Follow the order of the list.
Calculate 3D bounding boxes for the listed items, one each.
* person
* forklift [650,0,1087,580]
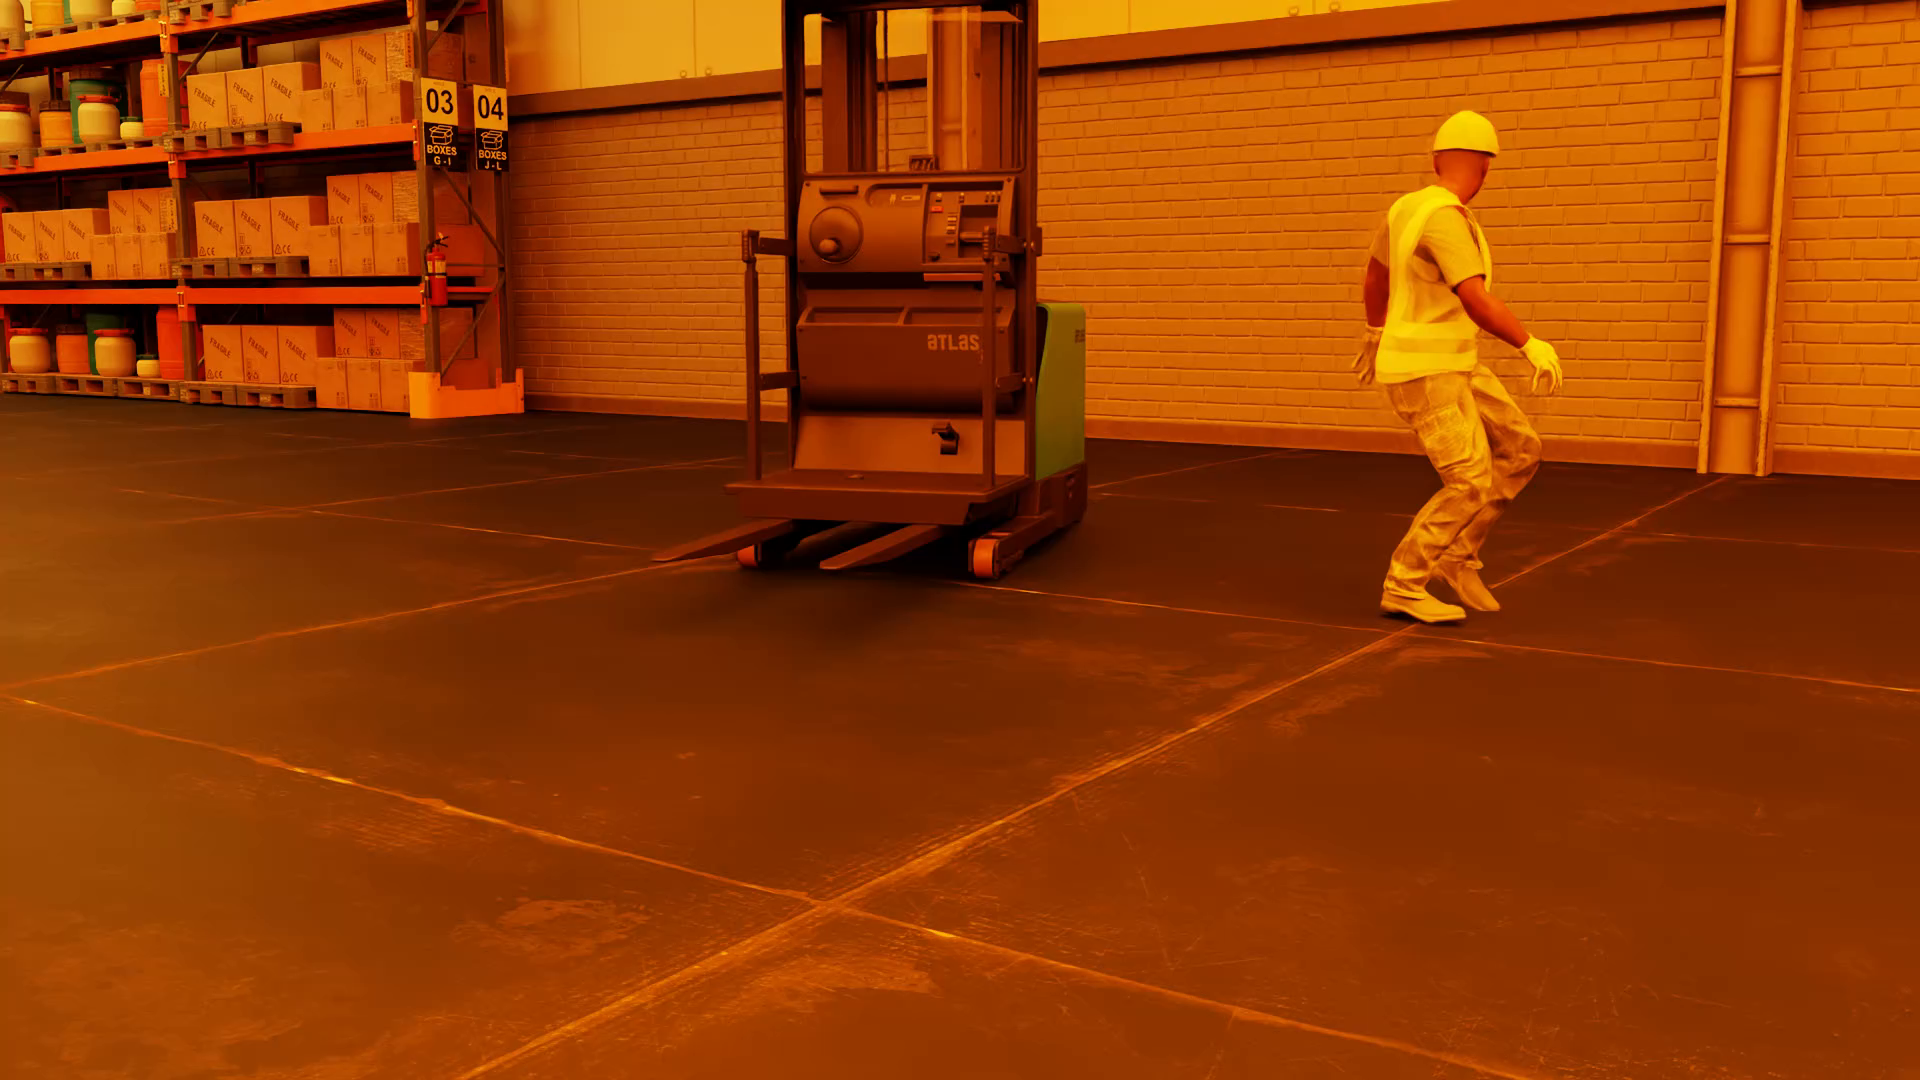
[{"bbox_3d":[1.652,-0.569,5.647,0.758,1.725,0.740,4,9,23],"label":"person"},{"bbox_3d":[-0.287,-1.356,6.727,1.130,2.935,3.031,2,8,16],"label":"forklift"}]
